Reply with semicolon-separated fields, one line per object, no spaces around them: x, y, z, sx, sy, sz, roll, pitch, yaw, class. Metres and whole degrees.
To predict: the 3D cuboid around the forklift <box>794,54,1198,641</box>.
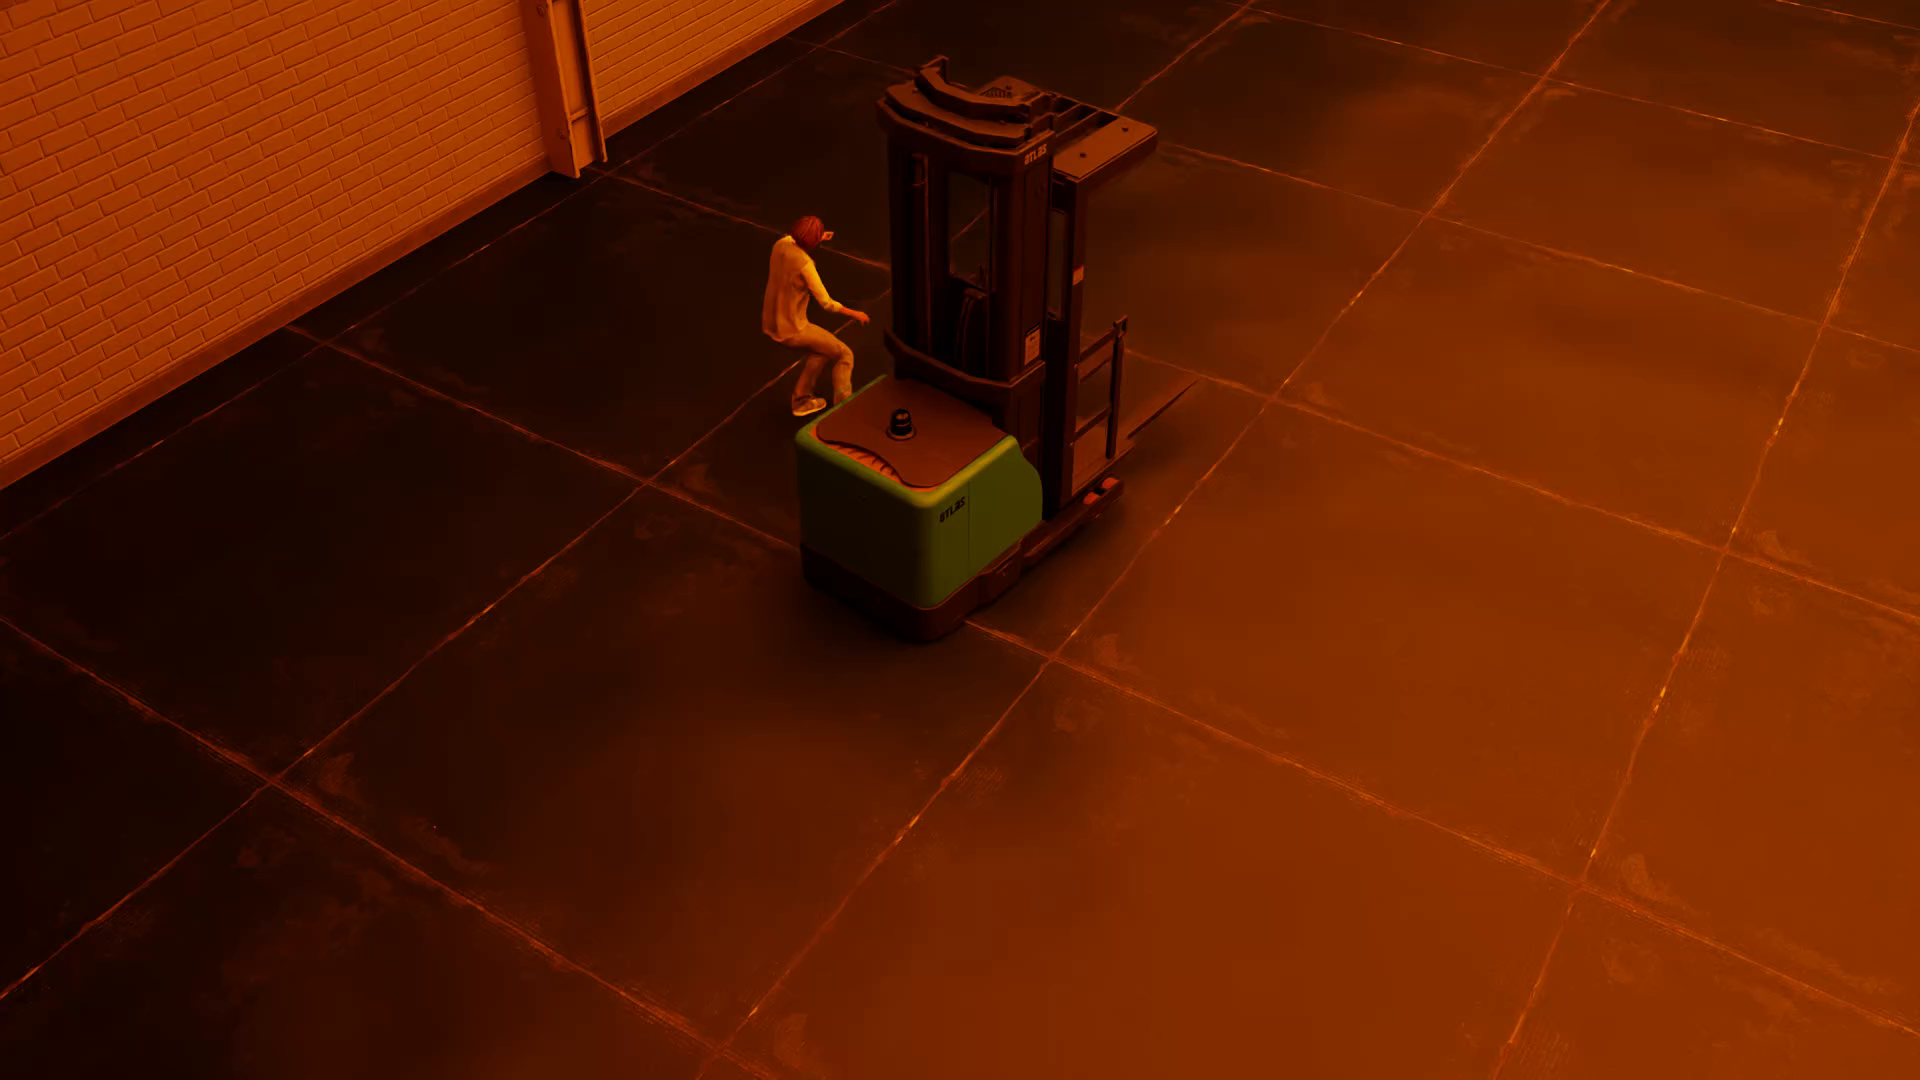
0.381;-1.434;9.659;1.130;2.935;3.031;28;48;29;forklift

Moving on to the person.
-0.865;-1.457;10.922;0.820;1.364;1.090;-27;47;-28;person
